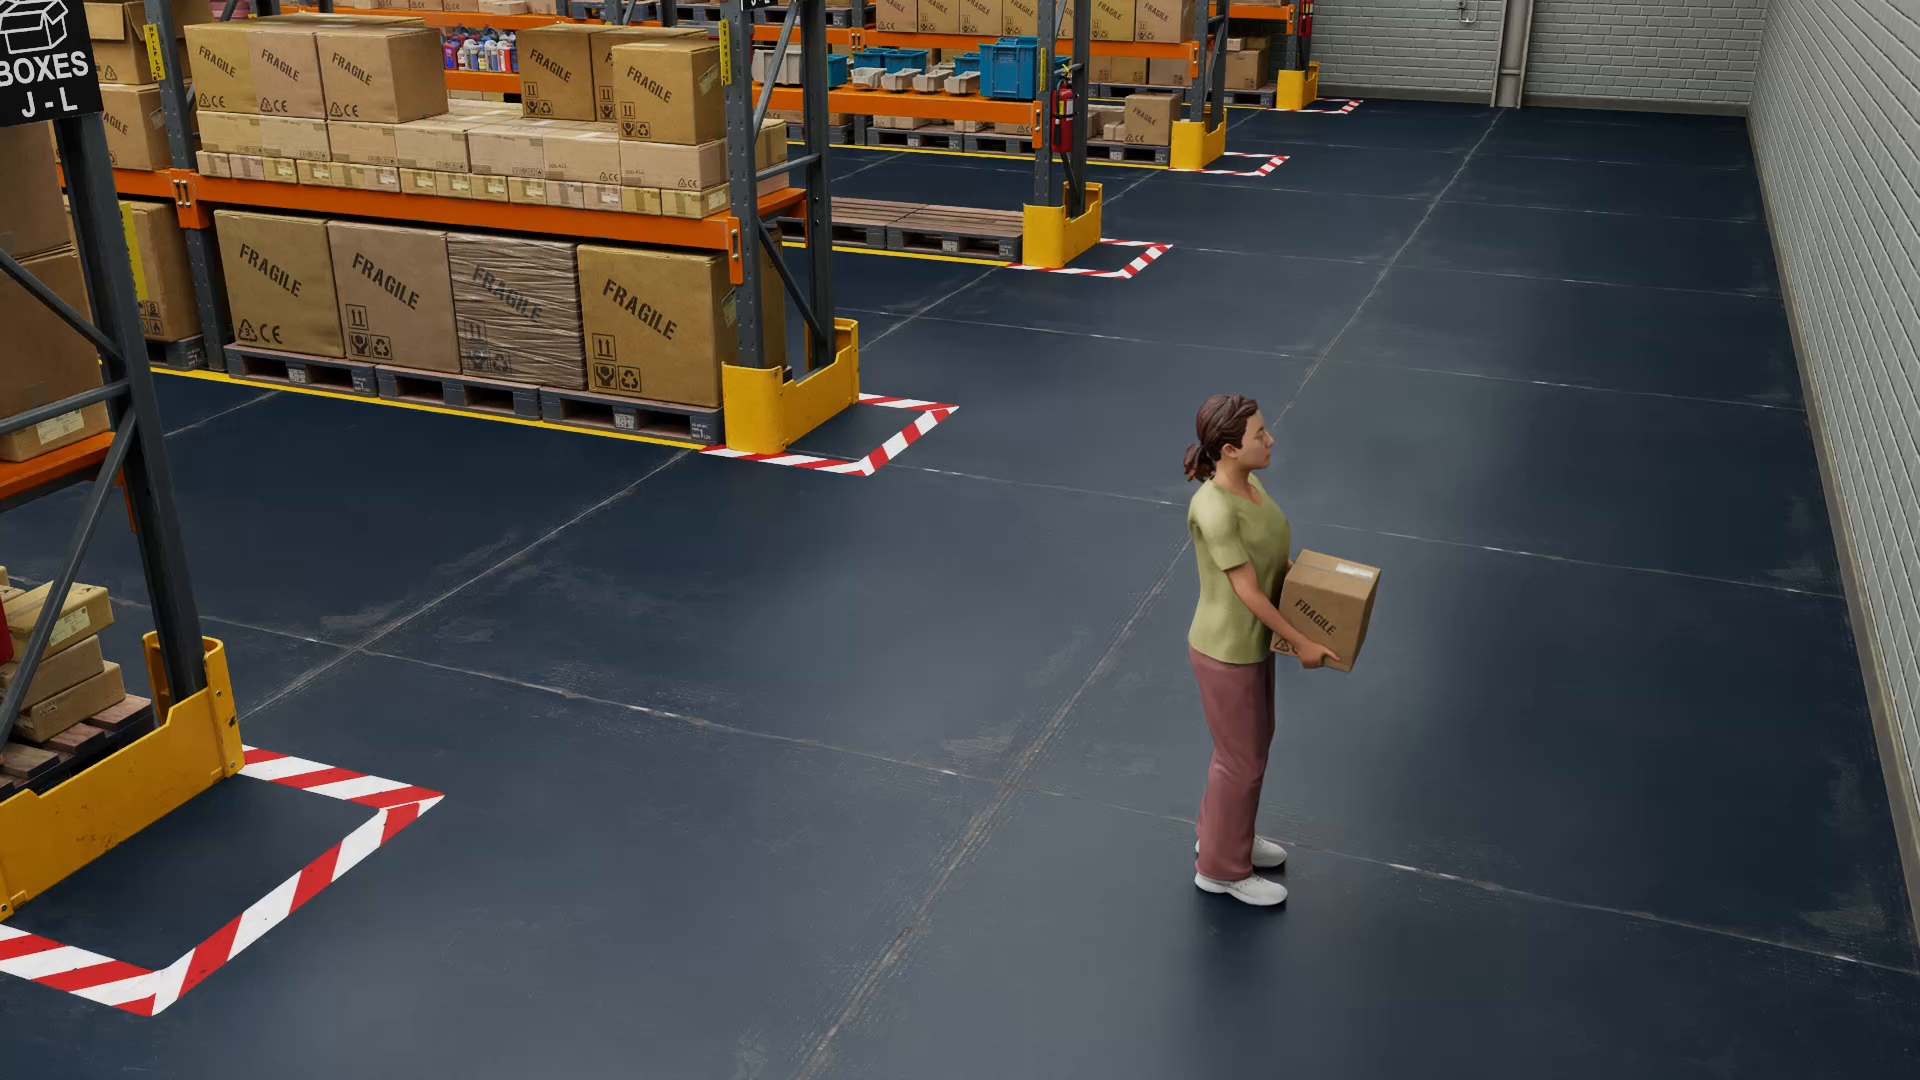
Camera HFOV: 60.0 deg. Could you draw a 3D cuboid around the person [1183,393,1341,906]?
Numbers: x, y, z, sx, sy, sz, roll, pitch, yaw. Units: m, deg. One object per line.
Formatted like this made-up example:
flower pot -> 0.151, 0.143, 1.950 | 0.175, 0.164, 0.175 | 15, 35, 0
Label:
person -> 0.939, 0.473, 5.301 | 0.562, 1.405, 0.425 | 9, 24, 21
